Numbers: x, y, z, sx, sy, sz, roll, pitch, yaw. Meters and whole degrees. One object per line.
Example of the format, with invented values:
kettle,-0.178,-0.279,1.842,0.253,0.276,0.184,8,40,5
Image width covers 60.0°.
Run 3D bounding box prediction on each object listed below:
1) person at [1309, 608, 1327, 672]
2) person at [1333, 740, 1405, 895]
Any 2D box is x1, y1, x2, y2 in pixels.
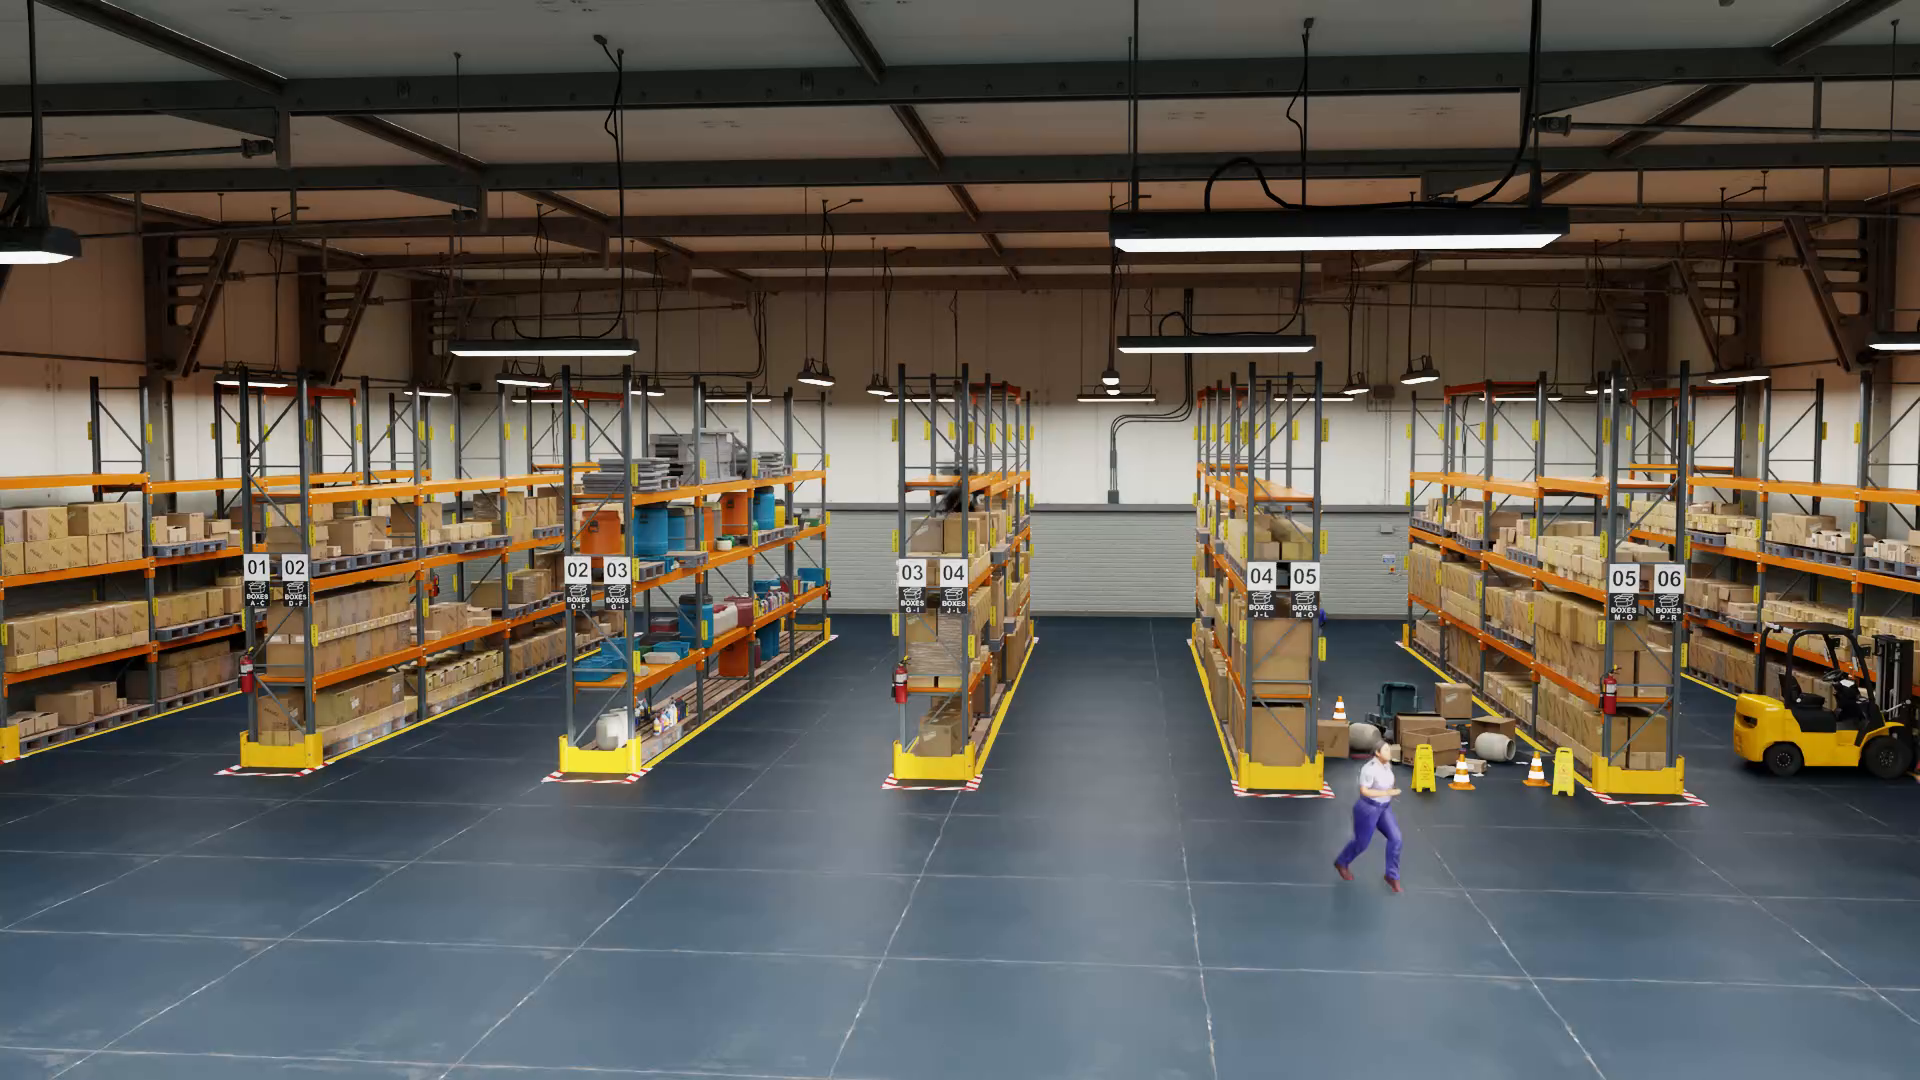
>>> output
person,7.362,1.958,34.786,0.565,1.611,0.542,0,4,-2
person,4.510,3.020,18.310,0.627,1.694,0.877,-4,5,-44
